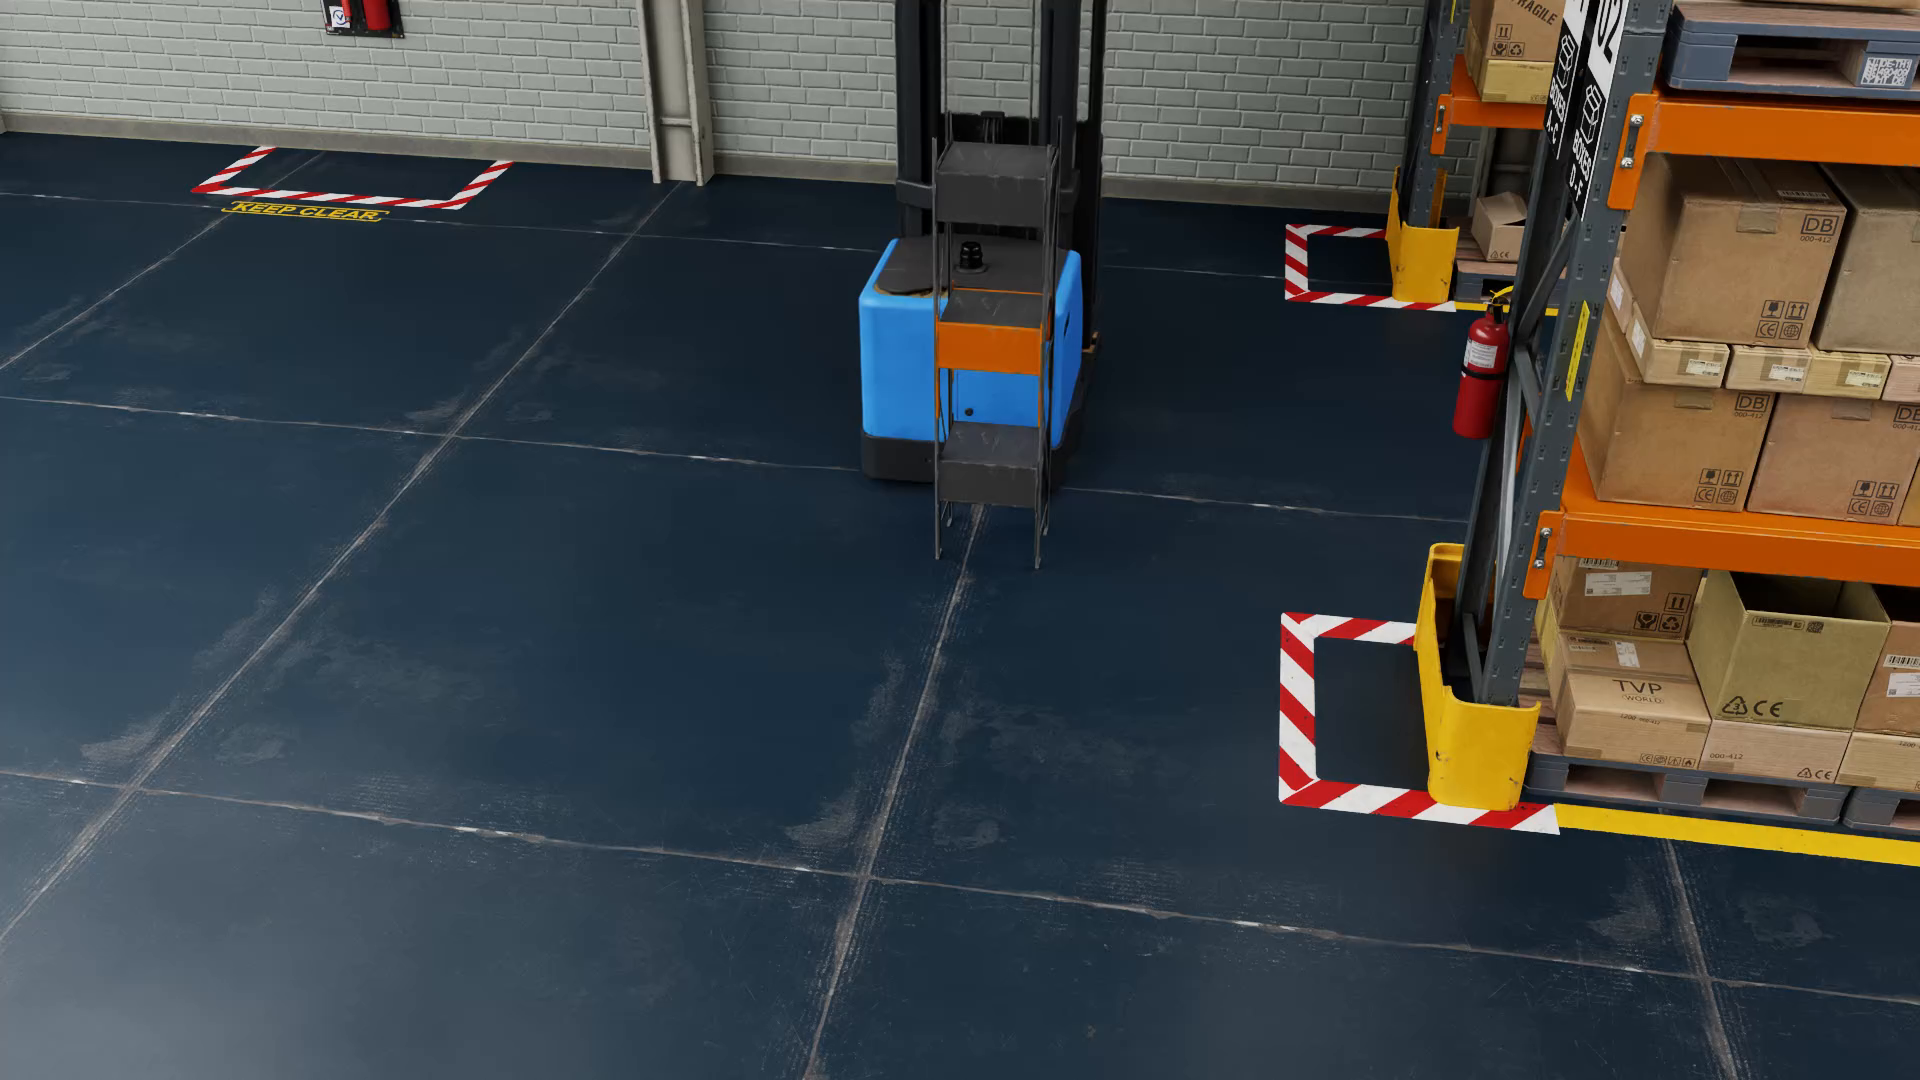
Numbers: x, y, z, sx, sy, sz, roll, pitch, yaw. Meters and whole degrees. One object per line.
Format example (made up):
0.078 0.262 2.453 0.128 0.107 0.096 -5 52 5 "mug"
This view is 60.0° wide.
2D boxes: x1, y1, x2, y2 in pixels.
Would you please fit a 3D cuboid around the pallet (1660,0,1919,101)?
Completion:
2.845 -1.674 5.354 1.213 0.211 1.003 5 32 8 "pallet"

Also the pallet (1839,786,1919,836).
4.113 0.822 6.738 1.213 0.211 1.003 5 32 8 "pallet"

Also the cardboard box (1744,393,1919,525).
3.129 -0.467 6.074 0.500 0.500 0.700 6 33 9 "cardboard box"

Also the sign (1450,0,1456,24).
2.891 -3.191 9.705 0.005 0.325 0.100 5 32 8 "sign"

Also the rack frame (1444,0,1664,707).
2.153 -0.517 6.249 0.127 3.000 1.000 5 32 8 "rack frame"

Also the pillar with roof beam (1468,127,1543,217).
3.094 -3.789 5.822 0.400 9.000 9.100 5 32 8 "pillar with roof beam"

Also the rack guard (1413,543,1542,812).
2.129 0.541 6.915 0.348 0.500 1.175 5 32 8 "rack guard"

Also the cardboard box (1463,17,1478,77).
3.476 -3.113 10.518 0.500 0.250 0.500 6 32 9 "cardboard box"

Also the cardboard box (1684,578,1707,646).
3.226 0.402 6.976 0.500 0.250 0.500 5 32 8 "cardboard box"

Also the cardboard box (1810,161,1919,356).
3.182 -1.012 5.723 0.500 0.500 0.700 4 32 7 "cardboard box"

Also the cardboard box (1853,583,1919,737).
3.632 0.398 6.275 0.500 0.500 0.500 5 32 8 "cardboard box"

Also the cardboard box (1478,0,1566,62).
3.403 -3.171 9.905 0.500 0.500 0.500 5 32 8 "cardboard box"

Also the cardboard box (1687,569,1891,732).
3.137 0.361 6.336 0.500 0.500 0.500 5 32 8 "cardboard box"

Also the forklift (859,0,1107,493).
0.250 -2.254 9.088 1.130 2.935 3.031 5 32 8 "forklift"

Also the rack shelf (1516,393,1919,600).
4.124 -0.033 6.154 4.000 0.370 1.077 5 32 8 "rack shelf"

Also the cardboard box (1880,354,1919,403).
3.258 -0.618 5.704 0.250 0.149 0.380 5 32 7 "cardboard box"

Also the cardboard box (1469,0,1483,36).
3.483 -3.440 10.334 0.500 0.500 0.500 5 32 8 "cardboard box"

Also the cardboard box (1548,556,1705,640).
2.732 0.045 6.840 0.500 0.500 0.500 5 32 8 "cardboard box"

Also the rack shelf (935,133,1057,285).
0.163 -1.457 7.305 0.480 0.518 0.431 5 32 8 "rack shelf"

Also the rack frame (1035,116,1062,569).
0.404 -0.853 7.634 0.015 2.100 0.400 5 32 8 "rack frame"

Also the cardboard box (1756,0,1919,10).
2.719 -2.016 5.191 0.637 0.503 0.797 7 33 12 "cardboard box"

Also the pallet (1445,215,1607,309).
3.852 -1.828 10.972 1.213 0.211 1.003 5 32 8 "pallet"

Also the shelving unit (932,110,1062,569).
0.163 -0.875 7.669 0.503 2.100 0.431 5 32 8 "shelving unit"

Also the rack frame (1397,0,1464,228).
2.983 -3.108 10.388 0.127 3.000 1.000 5 32 8 "rack frame"

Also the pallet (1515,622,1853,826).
2.914 0.711 6.914 1.213 0.211 1.003 5 32 8 "pallet"

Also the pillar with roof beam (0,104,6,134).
-8.735 -4.861 7.534 0.400 9.000 9.100 5 32 8 "pillar with roof beam"

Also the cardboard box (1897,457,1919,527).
3.618 -0.419 5.998 0.500 0.500 0.700 5 32 9 "cardboard box"

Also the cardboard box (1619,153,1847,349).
2.663 -1.056 5.793 0.500 0.500 0.700 5 32 8 "cardboard box"

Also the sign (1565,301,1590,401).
2.054 -0.628 5.535 0.005 0.325 0.100 5 32 8 "sign"

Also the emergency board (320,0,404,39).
-4.526 -4.274 12.251 0.643 1.169 0.194 5 32 8 "emergency board"

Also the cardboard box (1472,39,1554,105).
3.410 -2.843 10.088 0.500 0.250 0.500 4 32 7 "cardboard box"

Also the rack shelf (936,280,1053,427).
0.163 -0.864 7.677 0.480 0.518 0.431 5 32 8 "rack shelf"

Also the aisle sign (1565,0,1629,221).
2.037 -1.465 5.312 0.004 0.787 0.394 5 32 8 "aisle sign"

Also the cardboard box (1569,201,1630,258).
4.211 -1.995 10.730 0.500 0.311 0.500 8 33 12 "cardboard box"

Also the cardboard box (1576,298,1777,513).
2.611 -0.511 6.145 0.500 0.500 0.700 5 32 8 "cardboard box"

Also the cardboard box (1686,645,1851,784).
3.138 0.678 6.536 0.500 0.250 0.500 5 32 8 "cardboard box"

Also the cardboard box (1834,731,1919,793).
3.630 0.722 6.465 0.500 0.250 0.500 5 32 8 "cardboard box"

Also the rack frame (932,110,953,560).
-0.077 -0.897 7.704 0.015 2.100 0.400 5 32 8 "rack frame"

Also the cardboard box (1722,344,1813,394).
2.764 -0.664 5.779 0.250 0.149 0.380 4 32 7 "cardboard box"

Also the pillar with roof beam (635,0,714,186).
-2.821 -4.325 6.678 0.400 9.000 9.100 5 32 8 "pillar with roof beam"

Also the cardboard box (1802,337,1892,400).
3.010 -0.641 5.742 0.250 0.149 0.380 5 32 8 "cardboard box"

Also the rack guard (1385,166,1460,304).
3.057 -2.042 11.041 0.348 0.500 1.175 5 32 8 "rack guard"

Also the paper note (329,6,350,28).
-4.689 -3.953 12.568 0.142 0.148 0.016 5 32 8 "paper note"

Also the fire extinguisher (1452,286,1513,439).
2.114 -0.738 6.674 0.183 0.674 0.296 5 32 8 "fire extinguisher"

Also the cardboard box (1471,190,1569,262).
3.649 -2.046 10.811 0.500 0.311 0.500 2 32 3 "cardboard box"

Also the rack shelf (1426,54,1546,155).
4.954 -2.625 10.294 4.000 0.370 1.077 5 32 8 "rack shelf"

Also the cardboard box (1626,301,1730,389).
2.503 -0.687 5.814 0.250 0.149 0.380 5 32 8 "cardboard box"

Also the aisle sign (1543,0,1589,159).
2.137 -1.778 5.814 0.004 0.787 0.394 5 32 8 "aisle sign"

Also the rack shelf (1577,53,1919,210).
4.124 -1.305 5.358 4.000 0.370 1.077 5 32 8 "rack shelf"

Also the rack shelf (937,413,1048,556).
0.163 -0.270 8.048 0.480 0.518 0.431 5 32 8 "rack shelf"

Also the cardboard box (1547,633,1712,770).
2.644 0.635 6.604 0.500 0.250 0.500 5 32 8 "cardboard box"

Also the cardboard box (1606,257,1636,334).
2.562 -0.900 6.155 0.250 0.149 0.380 5 32 7 "cardboard box"

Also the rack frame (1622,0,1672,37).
2.153 -3.060 4.657 0.127 3.000 1.000 5 32 8 "rack frame"

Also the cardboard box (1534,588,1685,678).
2.731 0.364 7.037 0.500 0.250 0.500 5 32 8 "cardboard box"
